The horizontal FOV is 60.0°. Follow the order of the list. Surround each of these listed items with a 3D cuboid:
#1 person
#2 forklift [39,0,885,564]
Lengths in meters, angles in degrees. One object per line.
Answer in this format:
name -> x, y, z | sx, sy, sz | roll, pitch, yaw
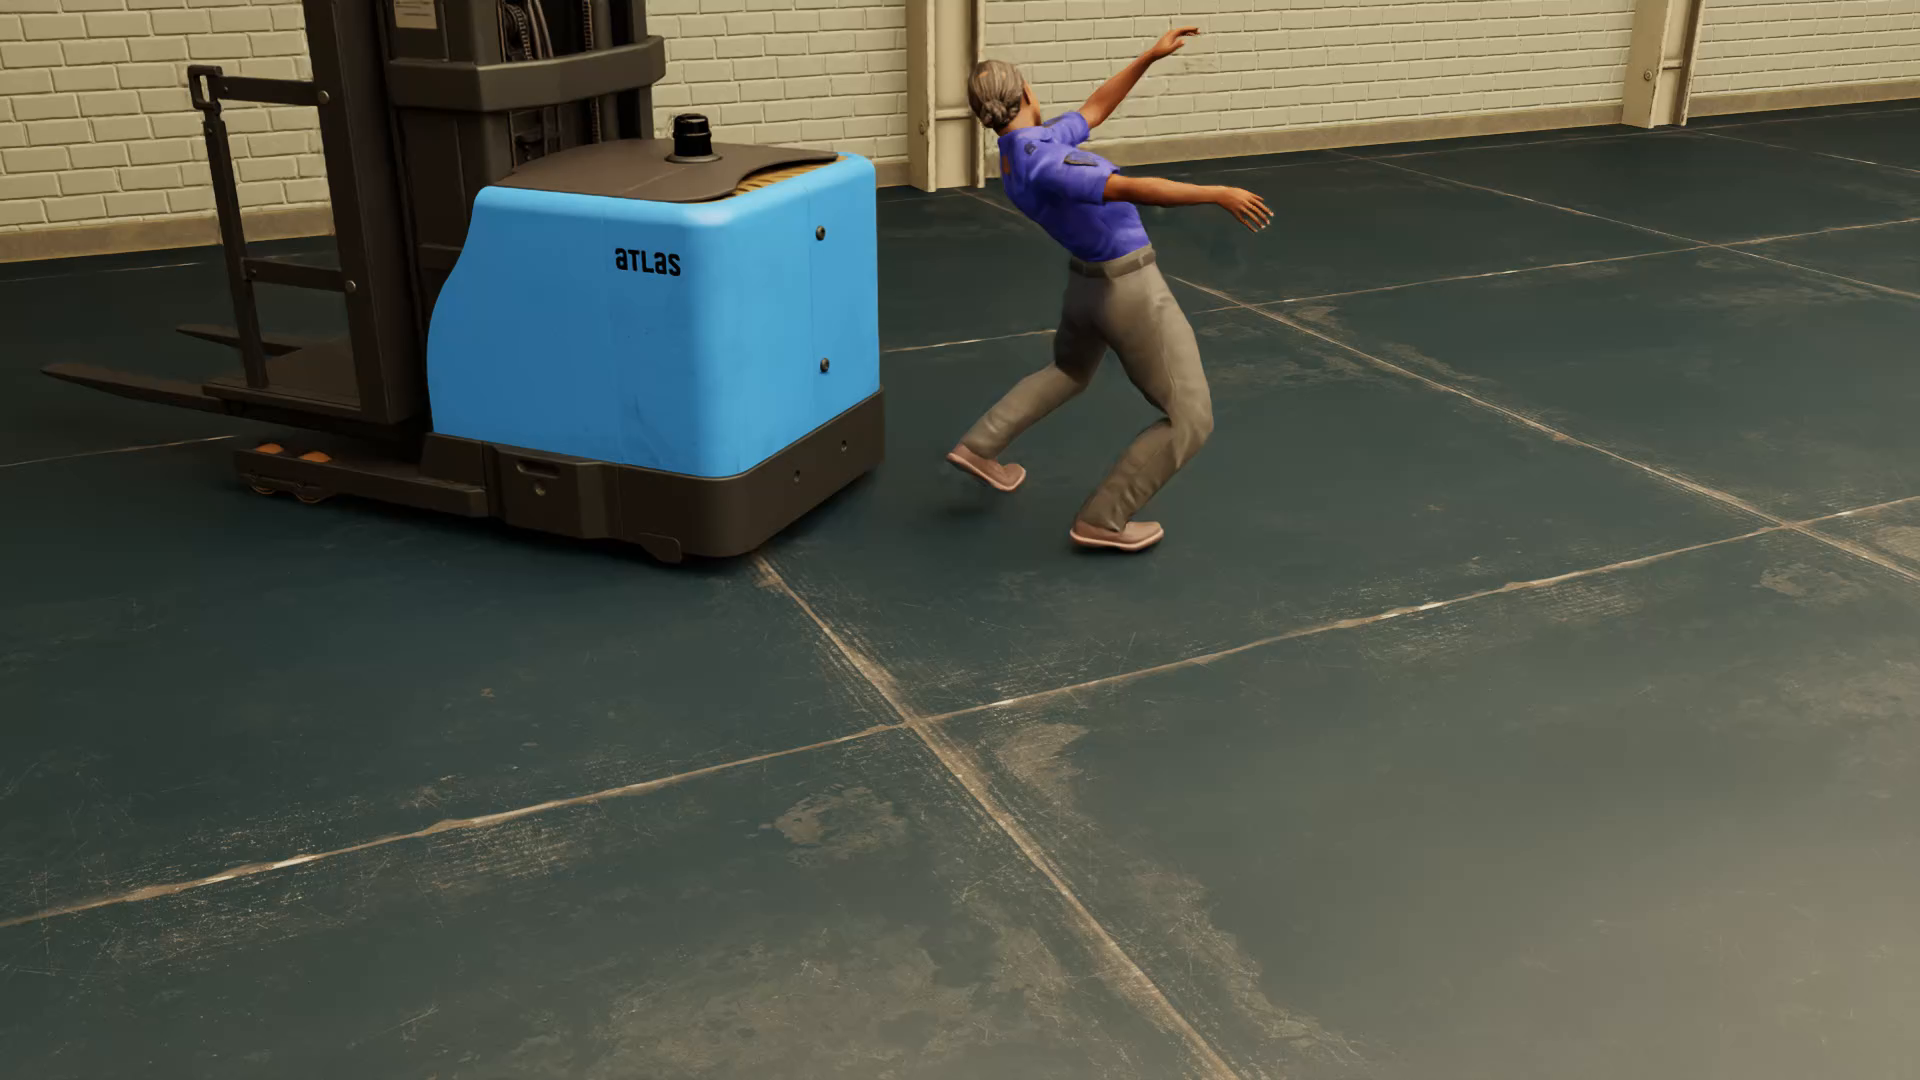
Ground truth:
person -> 0.467, -0.680, 4.789 | 0.693, 1.479, 1.016 | -12, 25, -26
forklift -> -1.814, -1.644, 5.244 | 3.031, 2.935, 1.130 | 10, 24, 22
